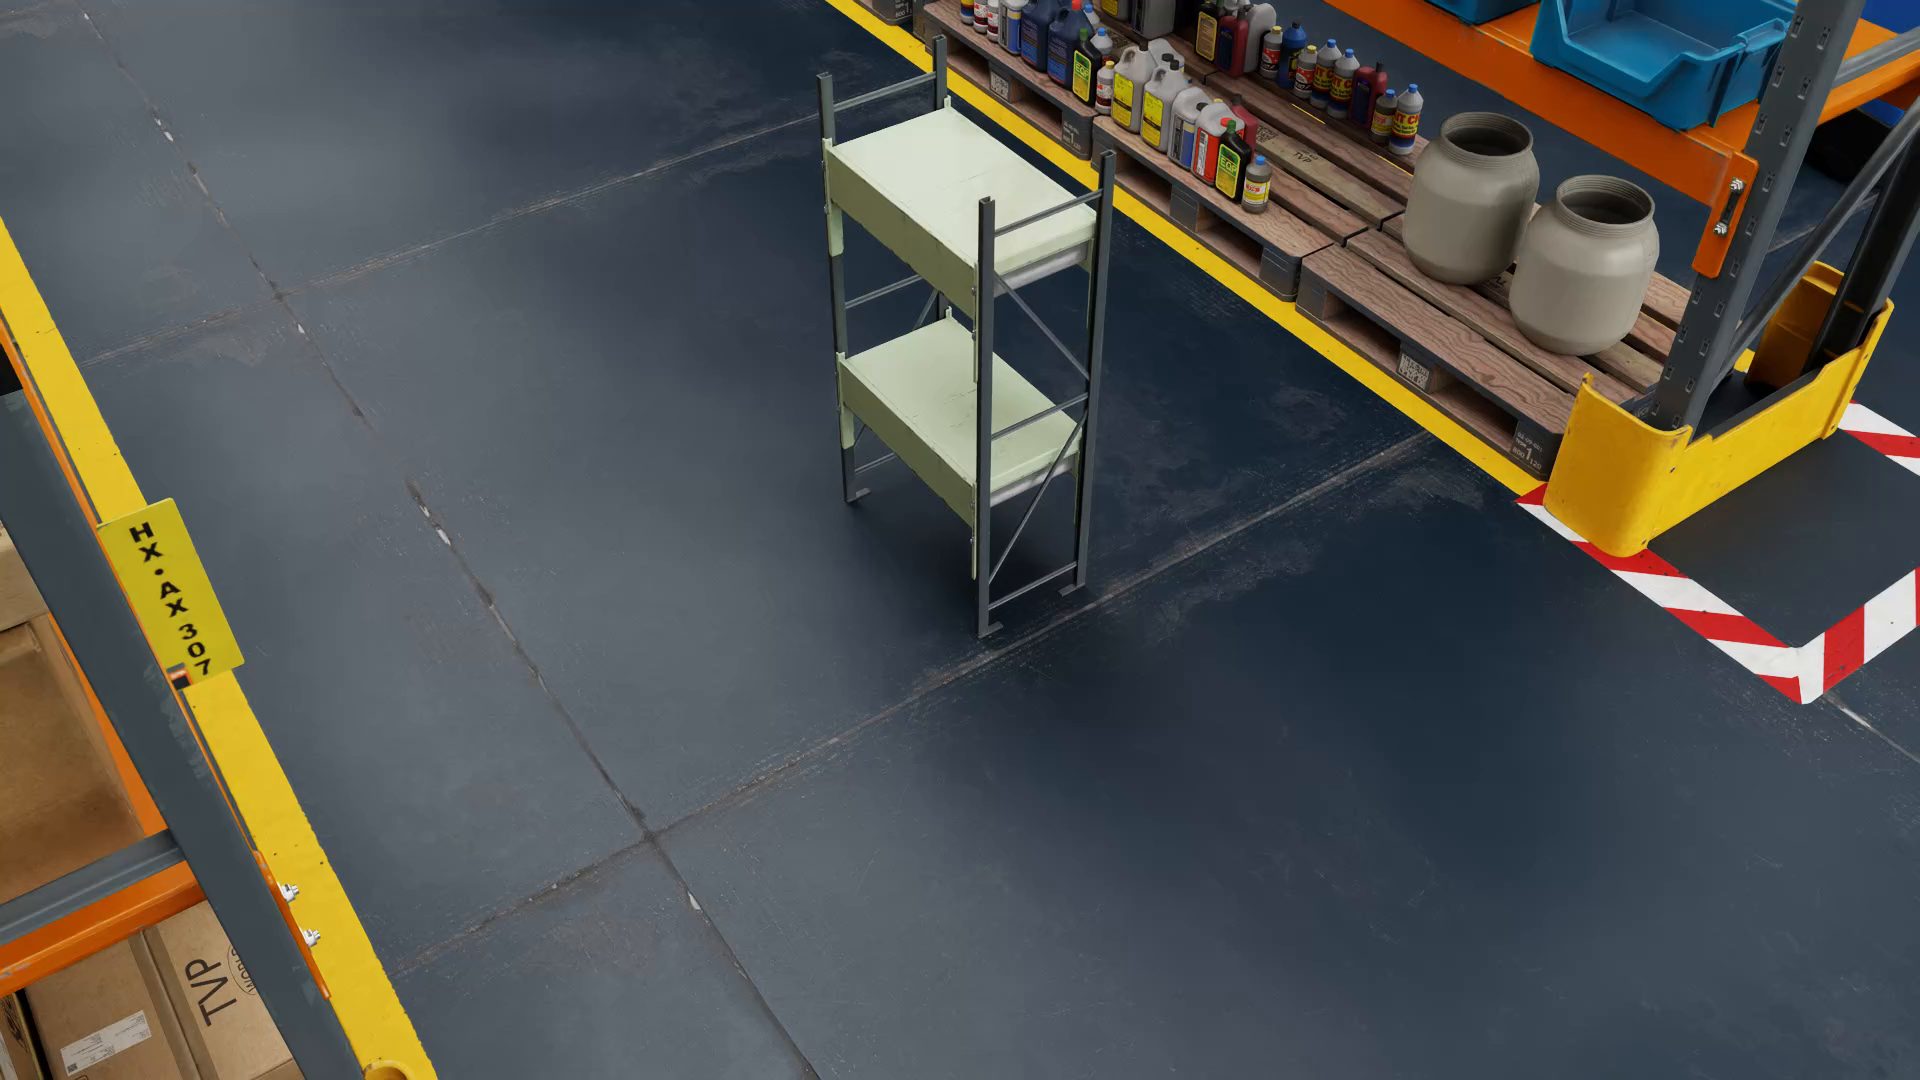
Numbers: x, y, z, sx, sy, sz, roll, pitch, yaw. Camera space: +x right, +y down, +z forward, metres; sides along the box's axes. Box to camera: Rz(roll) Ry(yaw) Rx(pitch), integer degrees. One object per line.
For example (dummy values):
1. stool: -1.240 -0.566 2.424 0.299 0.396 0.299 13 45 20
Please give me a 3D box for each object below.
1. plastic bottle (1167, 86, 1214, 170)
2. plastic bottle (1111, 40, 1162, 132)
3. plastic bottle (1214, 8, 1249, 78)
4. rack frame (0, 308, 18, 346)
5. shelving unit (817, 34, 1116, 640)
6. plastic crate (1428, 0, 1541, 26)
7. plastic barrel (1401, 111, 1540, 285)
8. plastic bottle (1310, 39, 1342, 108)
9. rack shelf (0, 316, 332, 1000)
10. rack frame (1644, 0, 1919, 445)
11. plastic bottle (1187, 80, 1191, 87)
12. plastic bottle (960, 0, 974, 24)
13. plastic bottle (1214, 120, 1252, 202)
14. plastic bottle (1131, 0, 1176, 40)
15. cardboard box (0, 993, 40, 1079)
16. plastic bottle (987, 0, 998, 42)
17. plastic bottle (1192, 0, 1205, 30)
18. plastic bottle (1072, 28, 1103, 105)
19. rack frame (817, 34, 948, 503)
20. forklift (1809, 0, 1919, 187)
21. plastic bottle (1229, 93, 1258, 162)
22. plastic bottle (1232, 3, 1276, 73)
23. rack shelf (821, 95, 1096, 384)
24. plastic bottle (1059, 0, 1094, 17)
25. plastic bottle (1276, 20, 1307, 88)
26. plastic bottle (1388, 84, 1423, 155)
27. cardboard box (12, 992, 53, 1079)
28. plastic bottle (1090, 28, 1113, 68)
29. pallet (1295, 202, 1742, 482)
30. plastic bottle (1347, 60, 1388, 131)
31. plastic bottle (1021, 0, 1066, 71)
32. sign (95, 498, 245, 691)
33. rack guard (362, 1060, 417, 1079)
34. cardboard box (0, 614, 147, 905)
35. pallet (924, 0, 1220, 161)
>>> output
1. plastic bottle: 0.904 -1.589 6.396 0.152 0.276 0.135 -27 50 -25
2. plastic bottle: 0.699 -1.814 6.577 0.144 0.351 0.185 -26 49 -25
3. plastic bottle: 1.129 -2.079 6.905 0.061 0.283 0.133 -26 49 -24
4. rack frame: -3.838 -1.627 4.782 1.000 3.000 0.127 -26 49 -24
5. shelving unit: 0.004 -0.539 4.728 0.431 1.500 0.755 -26 49 -24
6. plastic crate: 1.617 -1.797 5.068 0.499 0.251 0.408 -26 49 -24
7. plastic barrel: 1.789 -1.194 5.826 0.421 0.512 0.421 0 44 0
8. plastic bottle: 1.480 -1.889 6.714 0.097 0.271 0.097 0 44 0
9. rack shelf: -2.694 -0.234 3.844 1.077 0.370 4.000 -26 49 -24
10. rack frame: 2.515 -1.316 4.456 1.000 3.000 0.127 -26 49 -24
11. plastic bottle: 0.880 -1.727 6.594 0.097 0.201 0.097 0 44 0
12. plastic bottle: 0.050 -2.400 7.249 0.097 0.271 0.097 0 44 0
13. plastic bottle: 1.023 -1.418 6.212 0.061 0.283 0.133 -25 49 -24
14. plastic bottle: 0.834 -2.323 7.165 0.152 0.276 0.135 -26 49 -24
15. cardboard box: -2.101 1.024 3.149 0.500 0.500 0.500 -26 49 -24
16. plastic bottle: 0.166 -2.260 7.152 0.097 0.201 0.097 0 44 0
17. plastic bottle: 1.069 -2.323 7.159 0.061 0.283 0.133 -23 48 -22
18. plastic bottle: 0.517 -1.920 6.737 0.061 0.283 0.133 -24 48 -23
19. rack frame: -0.206 -0.746 4.945 0.400 1.500 0.023 -26 49 -24
20. forklift: 3.485 -3.480 6.773 1.130 2.935 3.031 -18 47 -18
21. plastic bottle: 1.070 -1.555 6.356 0.061 0.283 0.133 -26 49 -24
22. plastic bottle: 1.216 -2.119 6.951 0.152 0.276 0.135 -25 49 -24
23. rack shelf: 0.004 -0.821 4.459 0.431 0.370 0.720 -26 49 -24
24. plastic bottle: 0.467 -2.218 7.001 0.144 0.351 0.185 -26 49 -24
25. plastic bottle: 1.364 -2.004 6.834 0.097 0.271 0.097 0 44 0
26. plastic bottle: 1.734 -1.638 6.451 0.097 0.271 0.097 0 44 0
27. cardboard box: -2.099 1.294 3.409 0.500 0.250 0.500 -26 49 -24
28. plastic bottle: 0.571 -1.957 6.785 0.097 0.271 0.097 0 44 0
29. pallet: 1.973 -0.794 5.929 1.003 0.211 1.213 -26 49 -24
30. plastic bottle: 1.619 -1.778 6.589 0.061 0.283 0.133 -25 49 -24
31. plastic bottle: 0.348 -2.161 6.941 0.144 0.351 0.185 -24 49 -23
32. sign: -1.091 0.081 2.309 0.100 0.325 0.005 -26 49 -24
33. rack guard: -1.536 1.556 3.258 1.175 0.500 0.348 -26 49 -24
34. cardboard box: -1.806 0.333 2.656 0.700 0.500 0.500 -26 49 -24
35. pallet: 0.577 -2.176 7.376 1.003 0.211 1.213 -26 49 -24
